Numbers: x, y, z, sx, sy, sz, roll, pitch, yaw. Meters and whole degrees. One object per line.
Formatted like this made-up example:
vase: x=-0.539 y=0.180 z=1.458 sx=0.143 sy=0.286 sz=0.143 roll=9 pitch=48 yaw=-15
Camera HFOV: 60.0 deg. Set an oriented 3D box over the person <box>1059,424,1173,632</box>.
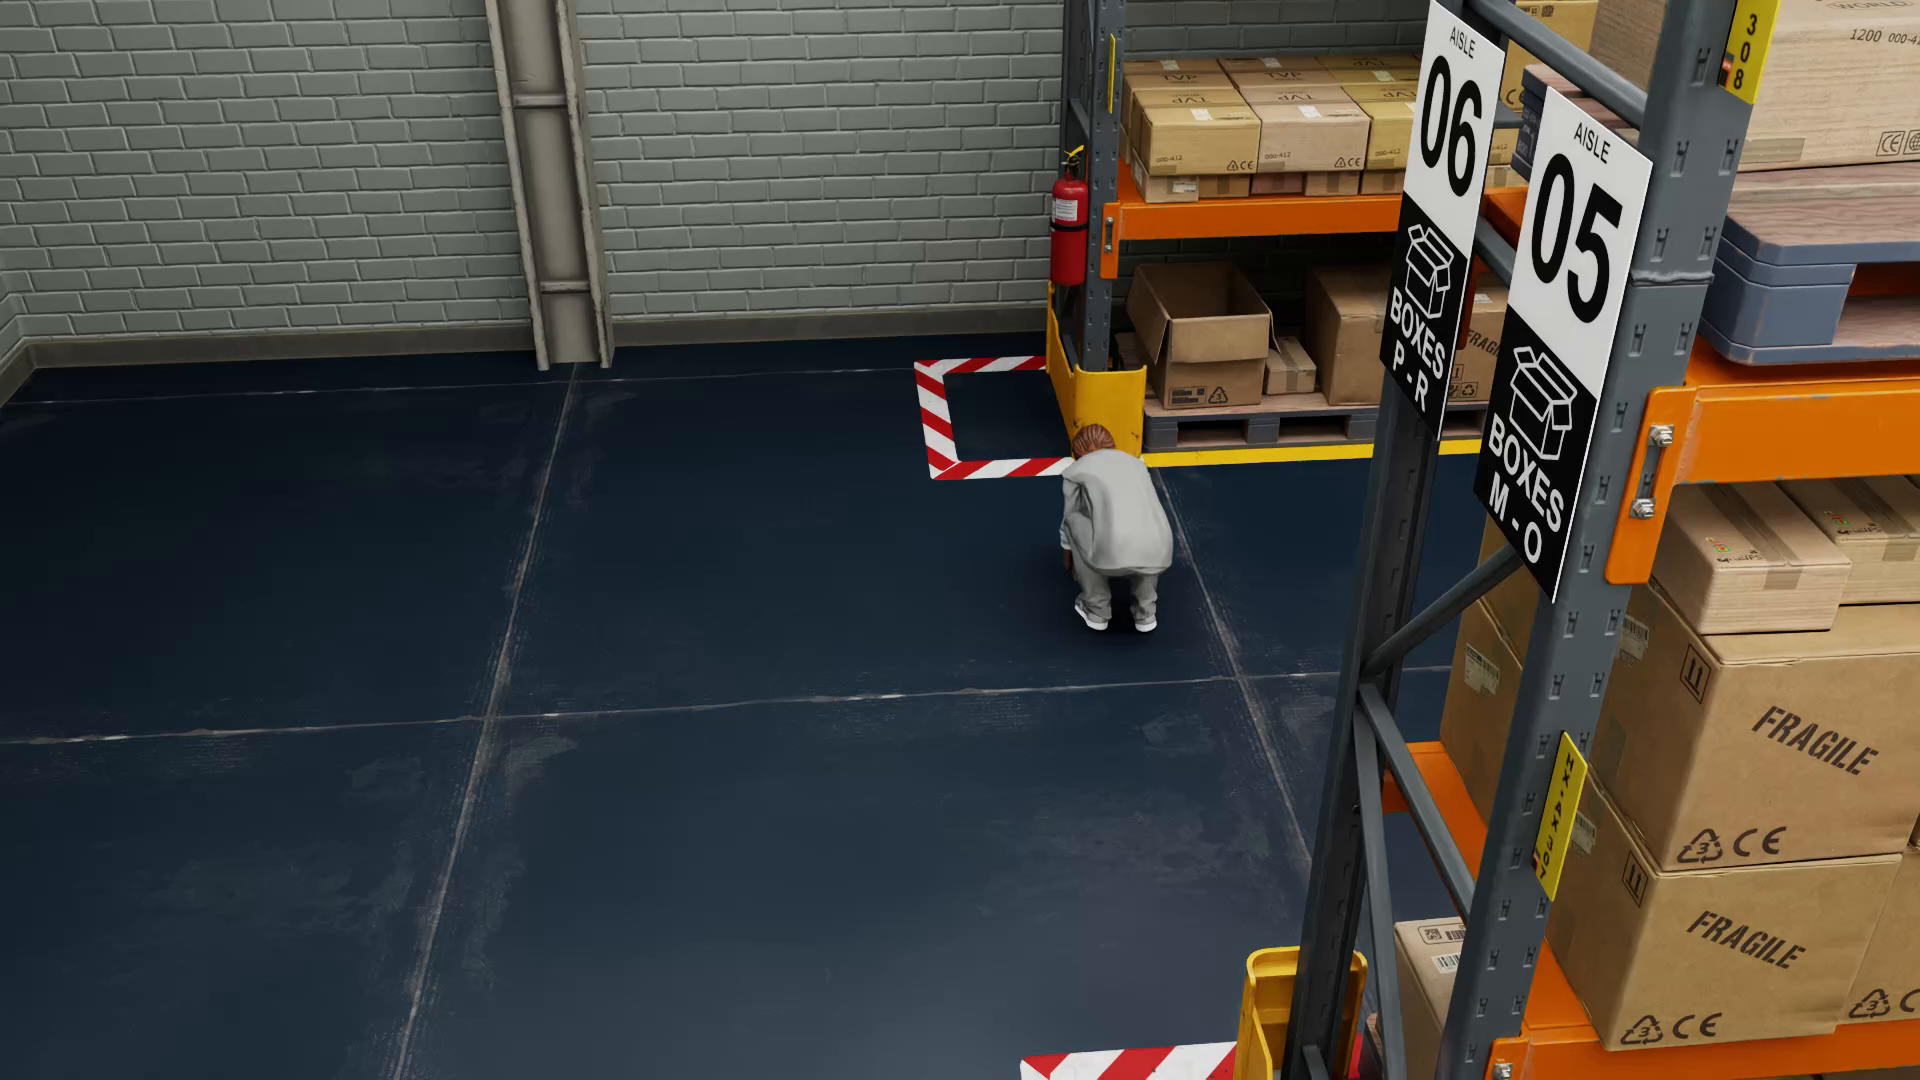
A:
person: x=0.652 y=-0.017 z=7.059 sx=0.423 sy=0.724 sz=0.852 roll=-3 pitch=32 yaw=-6
